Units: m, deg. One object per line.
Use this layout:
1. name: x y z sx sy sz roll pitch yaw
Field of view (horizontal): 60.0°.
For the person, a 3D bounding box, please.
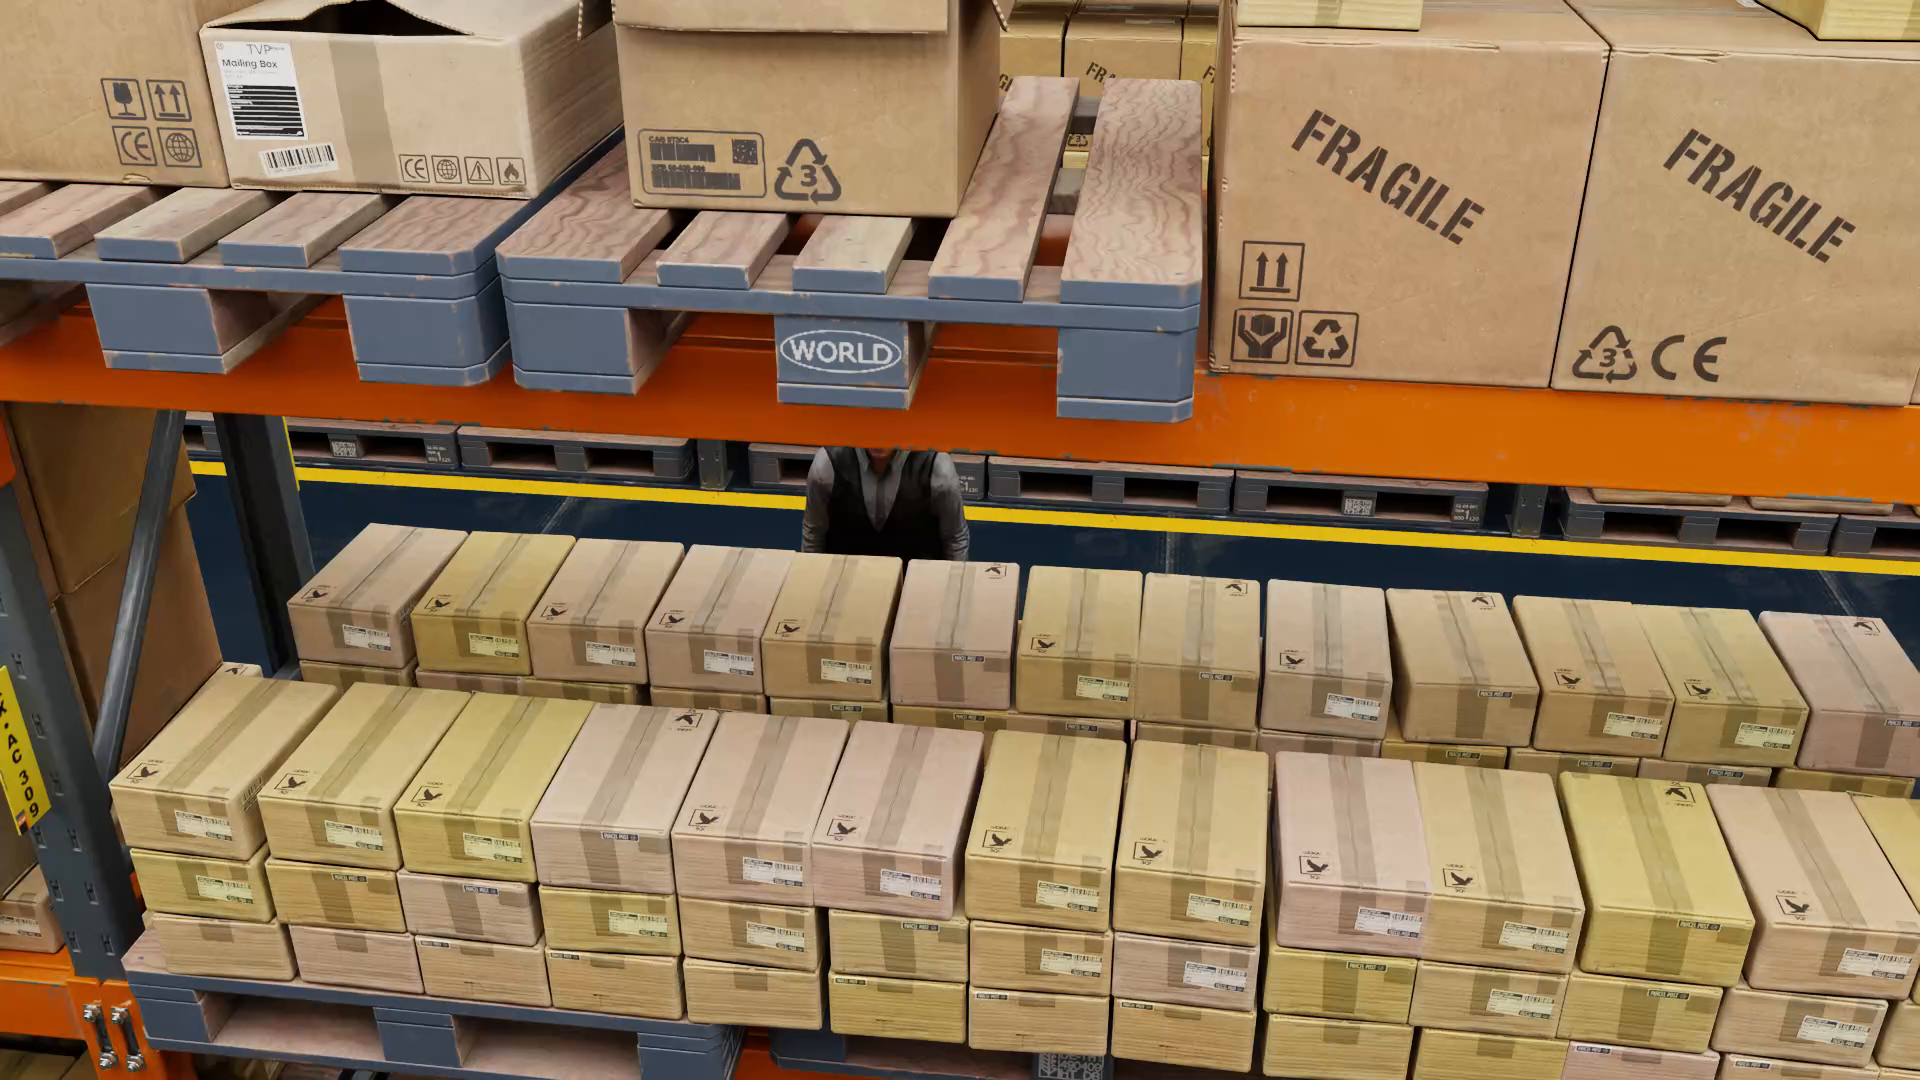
1. person: -0.258 0.216 5.748 0.578 1.718 0.421 3 28 5
